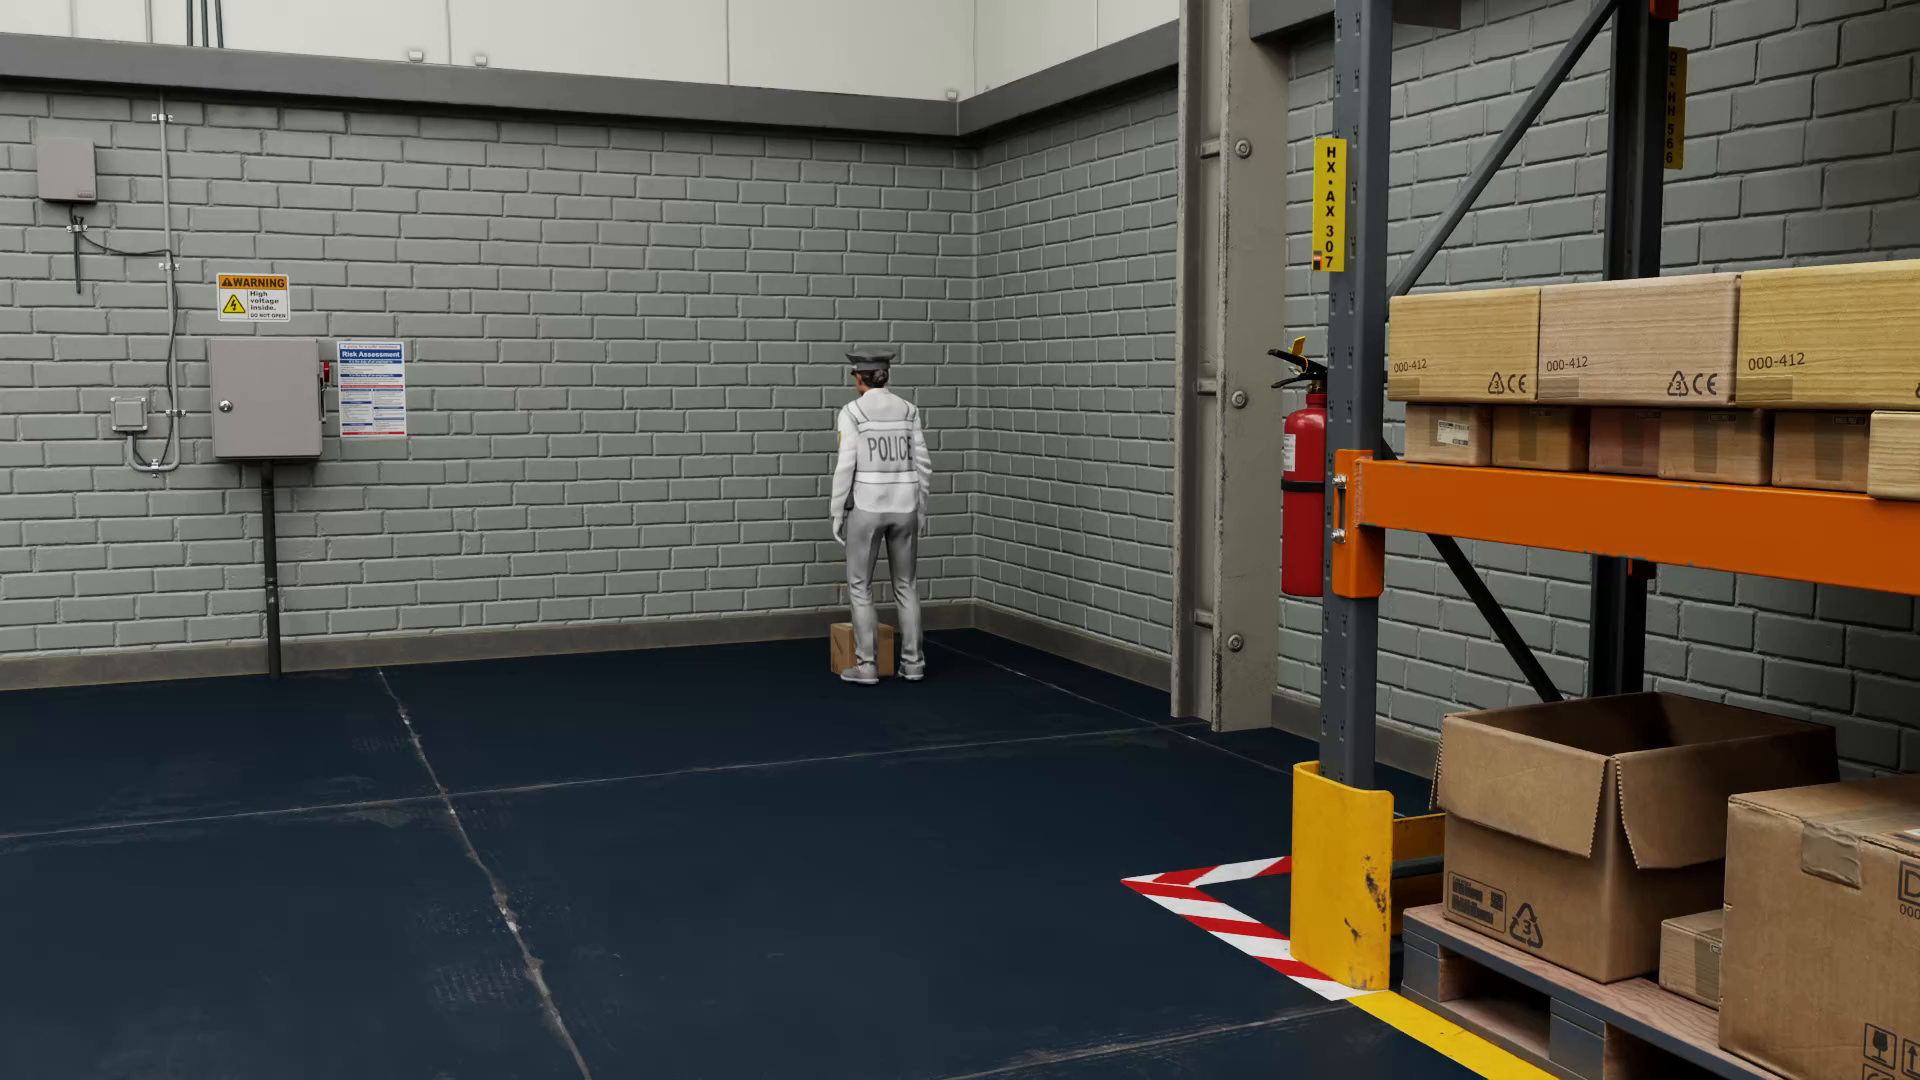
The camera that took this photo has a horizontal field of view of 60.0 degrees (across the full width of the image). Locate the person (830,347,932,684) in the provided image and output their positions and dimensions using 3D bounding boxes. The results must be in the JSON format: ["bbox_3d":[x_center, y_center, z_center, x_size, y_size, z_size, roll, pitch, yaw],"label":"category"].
[{"bbox_3d":[-0.398,-0.120,8.235,0.528,1.662,0.375,-3,6,-26],"label":"person"}]
